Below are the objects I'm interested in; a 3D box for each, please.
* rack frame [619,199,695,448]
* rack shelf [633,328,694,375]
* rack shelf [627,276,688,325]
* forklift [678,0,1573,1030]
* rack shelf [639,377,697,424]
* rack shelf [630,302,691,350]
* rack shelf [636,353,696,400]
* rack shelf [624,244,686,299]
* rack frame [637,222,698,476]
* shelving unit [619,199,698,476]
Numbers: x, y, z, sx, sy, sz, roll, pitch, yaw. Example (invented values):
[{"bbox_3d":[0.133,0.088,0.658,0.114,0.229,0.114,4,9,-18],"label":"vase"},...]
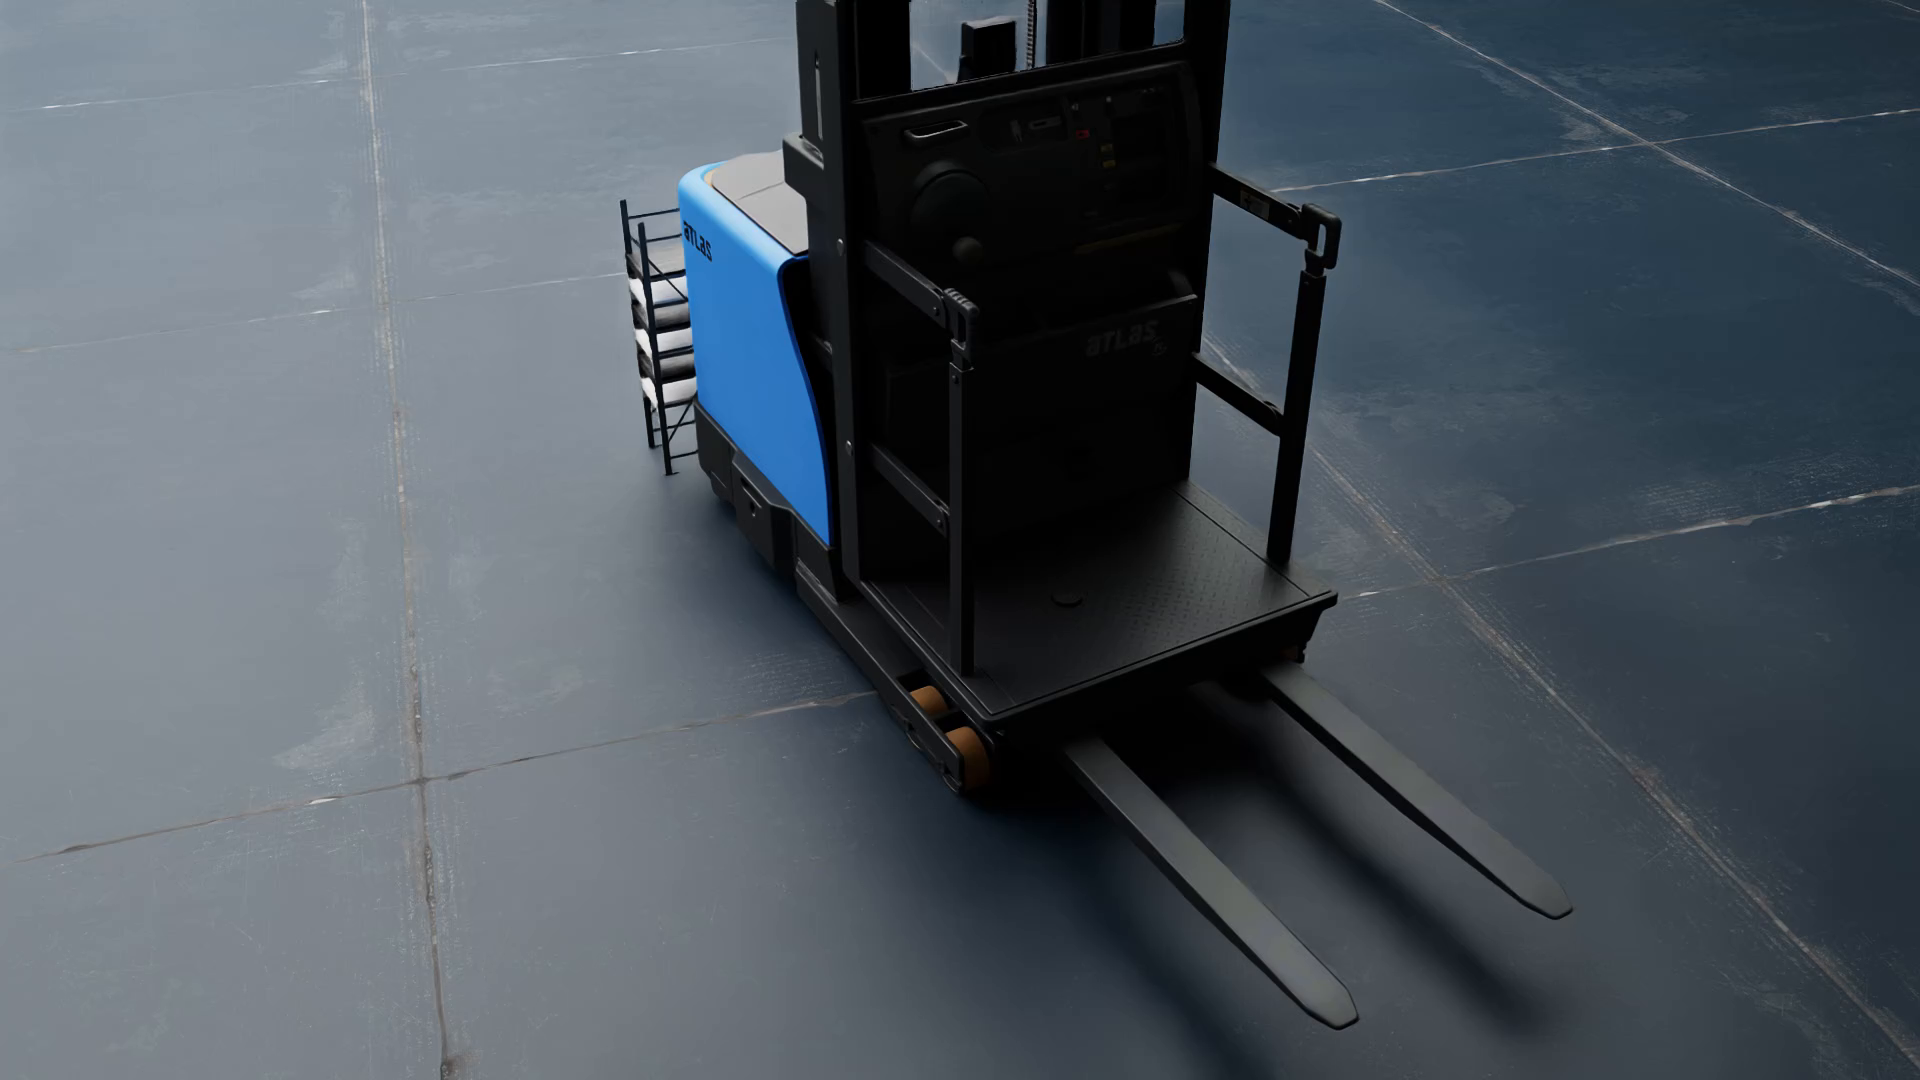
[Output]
[{"bbox_3d":[-0.963,-0.722,5.526,0.240,0.900,0.006,-14,36,-21],"label":"rack frame"},{"bbox_3d":[-0.920,-0.643,5.467,0.258,0.077,0.200,-14,36,-21],"label":"rack shelf"},{"bbox_3d":[-0.920,-0.793,5.368,0.258,0.077,0.200,-14,36,-21],"label":"rack shelf"},{"bbox_3d":[0.303,-0.866,3.902,1.130,2.935,3.031,-17,37,-24],"label":"forklift"},{"bbox_3d":[-0.920,-0.493,5.566,0.258,0.077,0.200,-14,36,-21],"label":"rack shelf"},{"bbox_3d":[-0.920,-0.718,5.418,0.258,0.077,0.200,-14,36,-21],"label":"rack shelf"},{"bbox_3d":[-0.920,-0.568,5.517,0.258,0.077,0.200,-14,36,-21],"label":"rack shelf"},{"bbox_3d":[-0.920,-0.868,5.318,0.258,0.077,0.200,-14,36,-21],"label":"rack shelf"},{"bbox_3d":[-0.877,-0.620,5.372,0.240,0.900,0.006,-14,36,-21],"label":"rack frame"},{"bbox_3d":[-0.920,-0.671,5.449,0.258,0.900,0.210,-14,36,-21],"label":"shelving unit"}]
